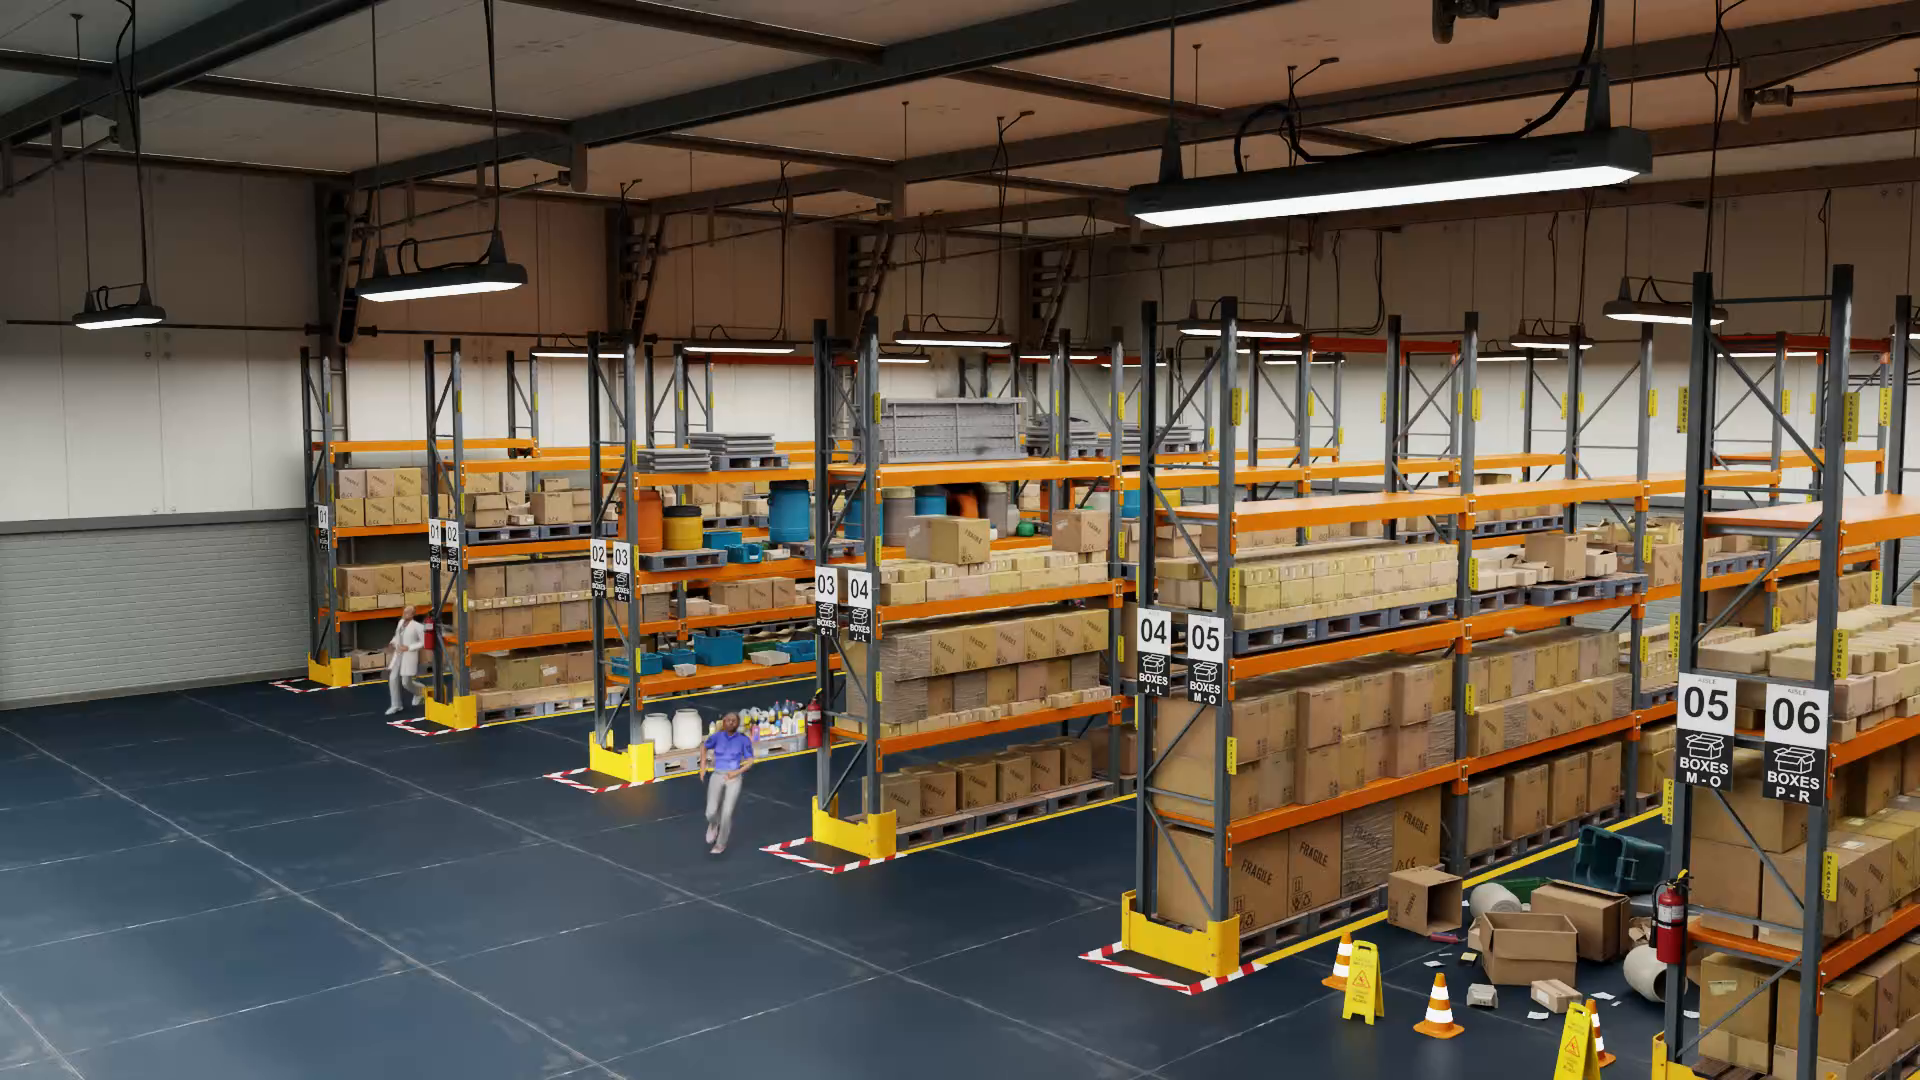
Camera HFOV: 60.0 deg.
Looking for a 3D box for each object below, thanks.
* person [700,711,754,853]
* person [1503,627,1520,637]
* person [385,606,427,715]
[{"bbox_3d":[-2.629,2.735,18.735,0.620,1.587,0.505,0,5,-2],"label":"person"},{"bbox_3d":[8.243,2.125,25.125,0.561,1.661,0.570,4,6,39],"label":"person"},{"bbox_3d":[-8.946,1.938,27.077,0.752,1.758,0.868,3,6,27],"label":"person"}]
